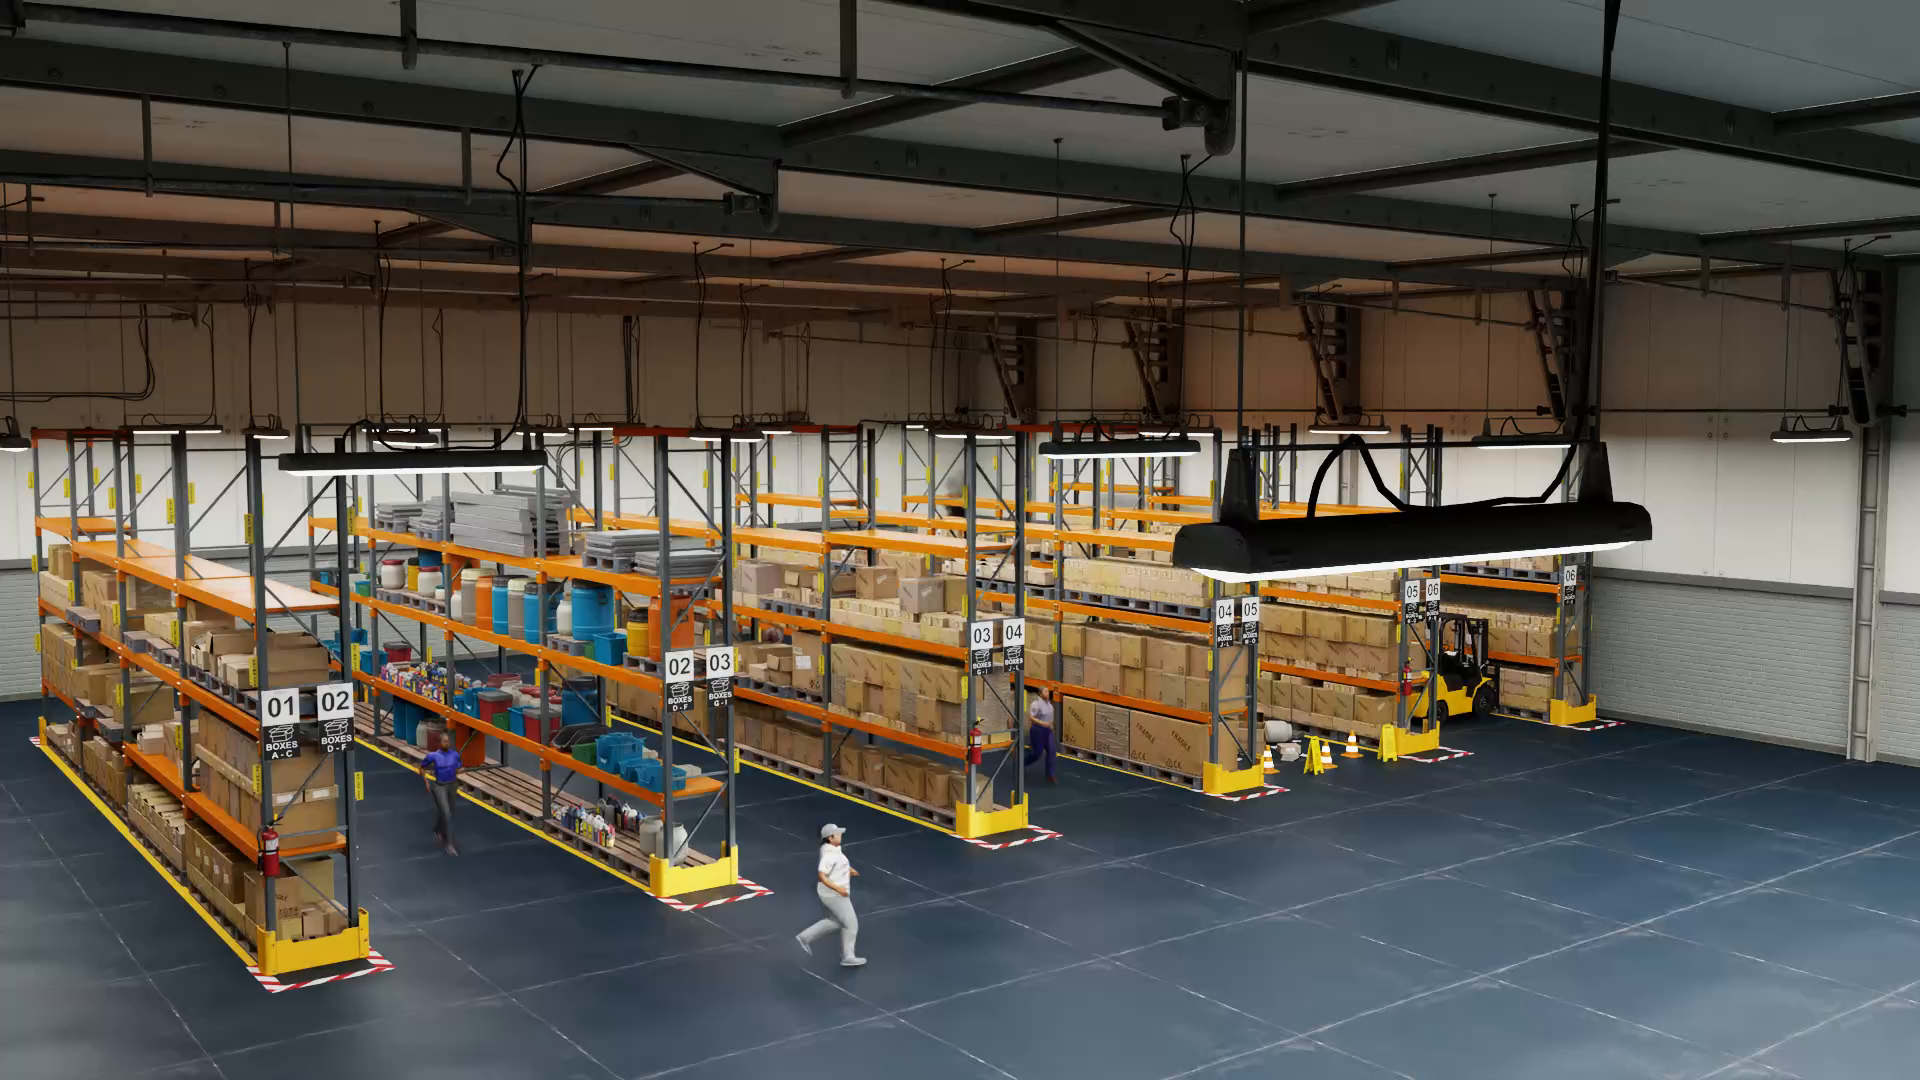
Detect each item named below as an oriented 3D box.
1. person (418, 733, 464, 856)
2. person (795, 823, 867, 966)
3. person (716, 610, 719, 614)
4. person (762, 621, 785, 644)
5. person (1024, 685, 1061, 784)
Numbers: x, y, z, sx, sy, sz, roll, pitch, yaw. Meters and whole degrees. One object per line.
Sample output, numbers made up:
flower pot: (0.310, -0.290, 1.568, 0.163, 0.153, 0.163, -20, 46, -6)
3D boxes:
person: (-7.413, 3.620, 23.884, 0.825, 1.703, 0.554, 4, 6, 42)
person: (-1.456, 4.029, 18.896, 0.784, 1.632, 0.620, -1, 5, -10)
person: (-5.747, 2.439, 38.581, 0.673, 1.772, 0.830, -3, 5, -31)
person: (-4.036, 2.560, 36.447, 0.708, 1.791, 1.040, -4, 6, -41)
person: (1.373, 3.295, 28.359, 0.806, 1.668, 0.629, 4, 6, 40)
